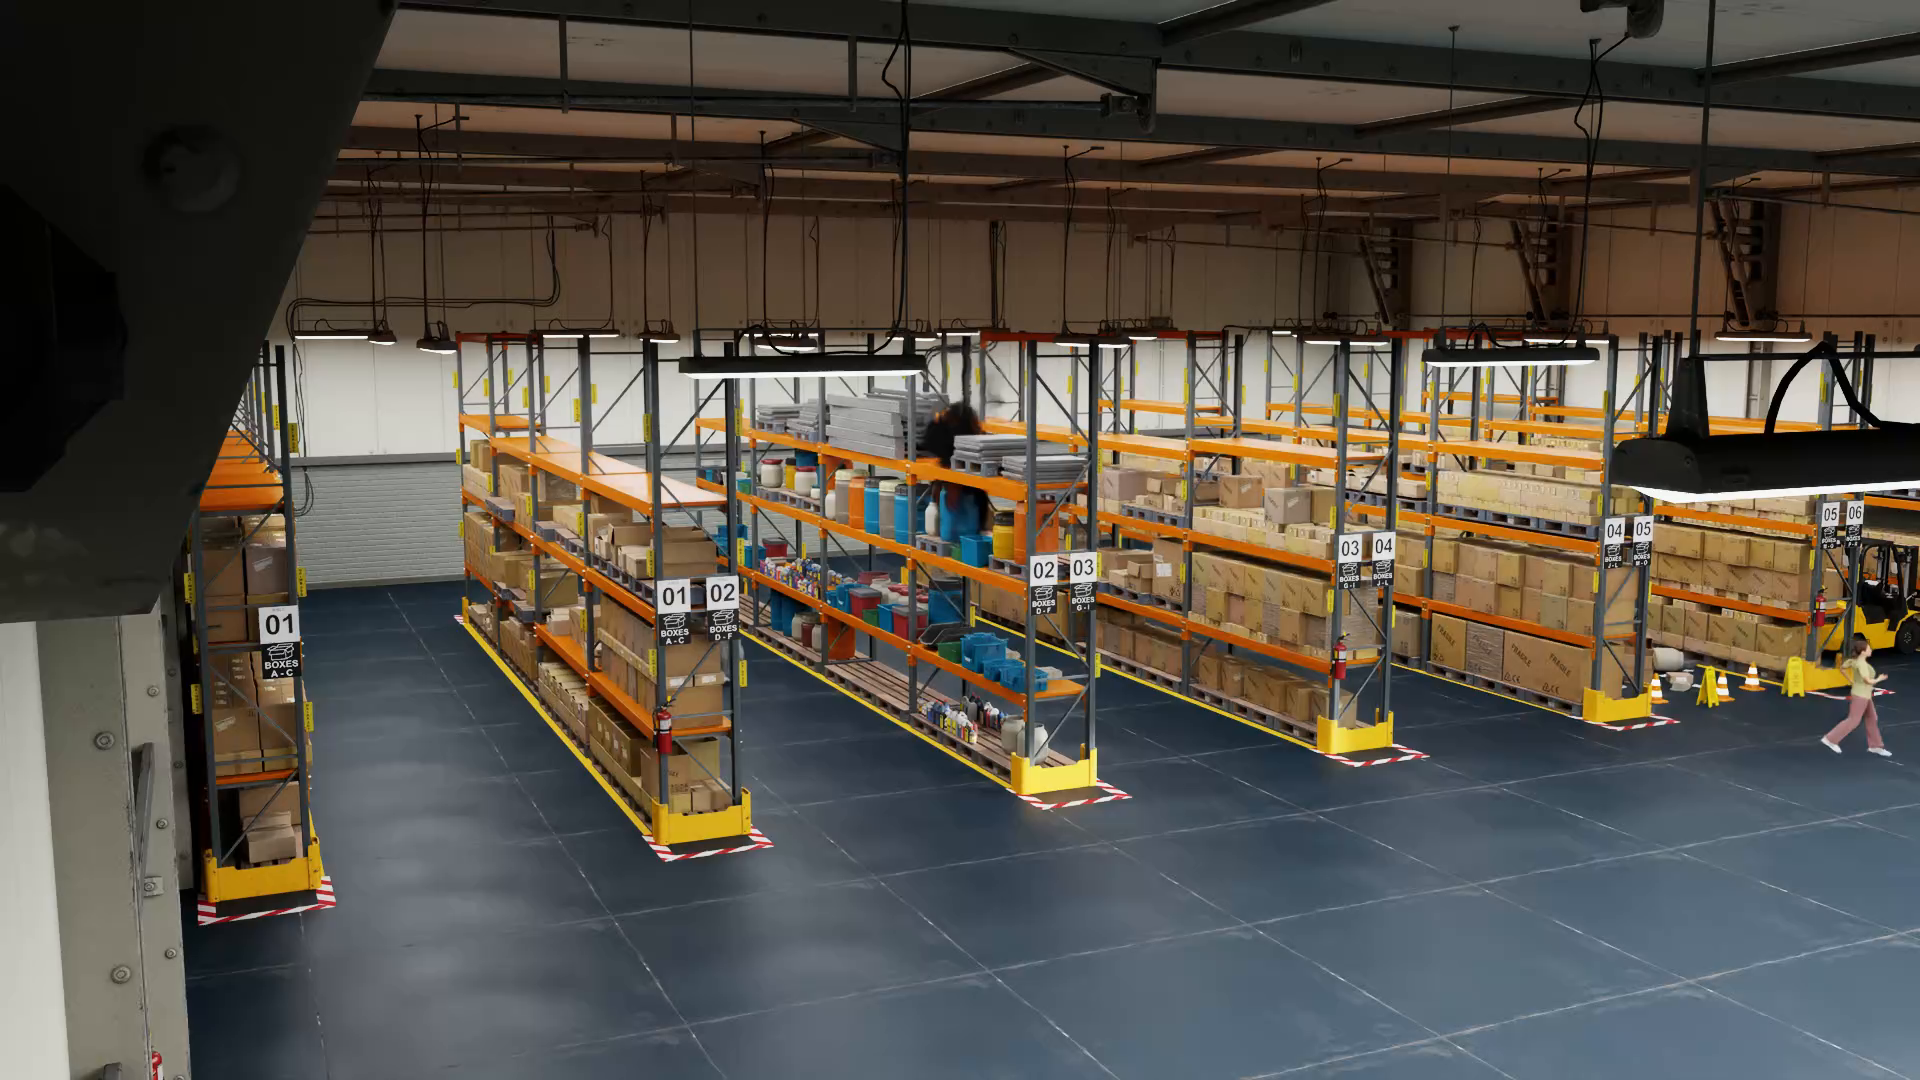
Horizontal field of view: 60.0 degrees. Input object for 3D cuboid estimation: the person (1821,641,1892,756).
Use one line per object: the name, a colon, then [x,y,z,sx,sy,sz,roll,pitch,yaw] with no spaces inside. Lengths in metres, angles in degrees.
person: [12.922,2.269,23.867,0.945,1.673,0.577,3,8,19]

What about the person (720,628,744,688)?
person: [-3.959,1.685,28.460,0.542,1.710,0.731,-5,9,-31]

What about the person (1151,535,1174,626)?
person: [4.280,0.802,34.445,0.676,1.836,0.902,-5,9,-32]
